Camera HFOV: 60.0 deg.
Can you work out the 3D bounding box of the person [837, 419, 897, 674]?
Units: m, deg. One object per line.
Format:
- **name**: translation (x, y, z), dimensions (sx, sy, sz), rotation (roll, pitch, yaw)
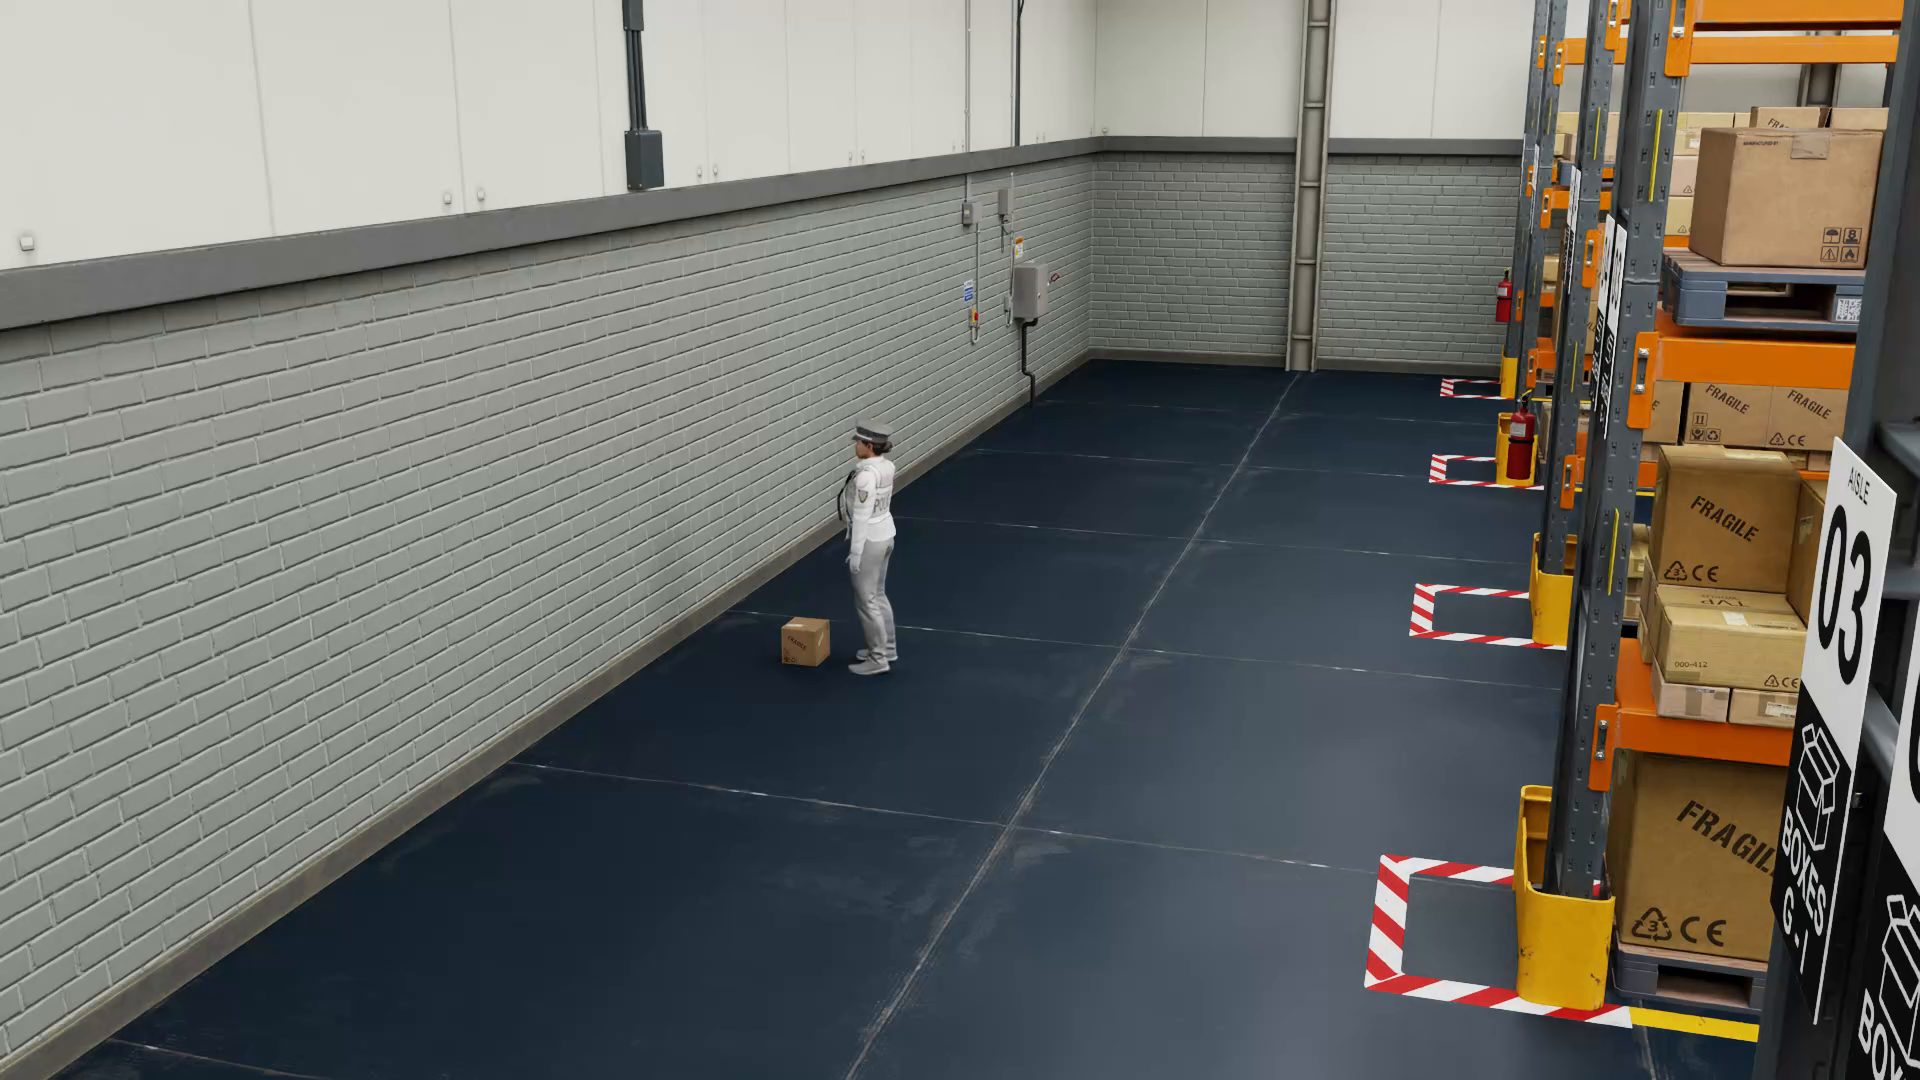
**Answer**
- **person**: translation (-0.595, 0.041, 10.868), dimensions (0.341, 1.692, 0.466), rotation (5, 16, 17)
